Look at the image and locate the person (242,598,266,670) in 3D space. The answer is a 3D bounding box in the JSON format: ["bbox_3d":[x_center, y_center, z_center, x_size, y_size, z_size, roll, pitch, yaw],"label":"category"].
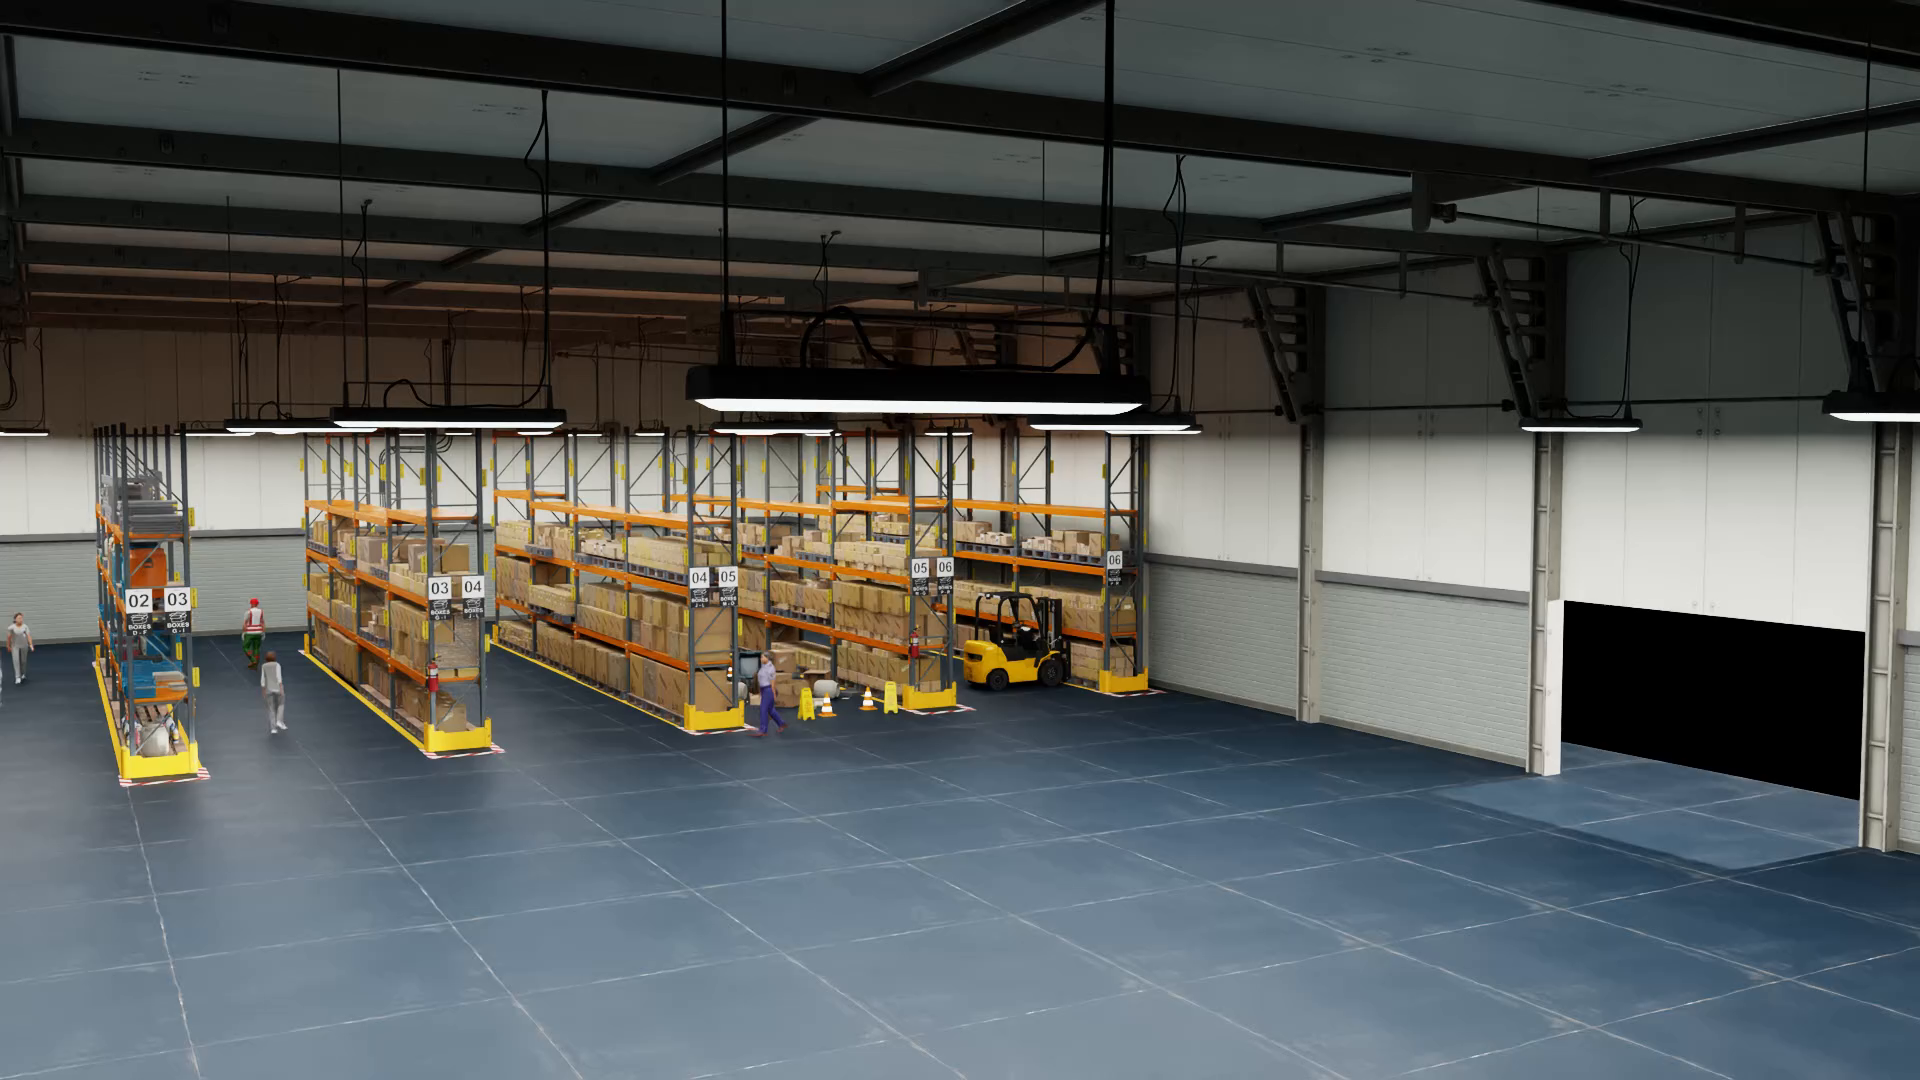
[{"bbox_3d":[-17.474,2.331,41.192,0.532,1.782,0.590,3,5,42],"label":"person"}]

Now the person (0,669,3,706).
[{"bbox_3d":[-20.824,2.672,35.710,0.500,1.728,0.989,-3,5,-44],"label":"person"}]

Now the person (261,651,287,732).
[{"bbox_3d":[-13.389,2.960,32.421,0.446,1.571,0.464,-1,4,-19],"label":"person"}]

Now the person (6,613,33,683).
[{"bbox_3d":[-22.157,2.526,39.191,0.545,1.609,1.058,-2,4,-31],"label":"person"}]

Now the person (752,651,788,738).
[{"bbox_3d":[-3.673,2.961,32.114,0.768,1.618,0.464,-1,4,-18],"label":"person"}]
